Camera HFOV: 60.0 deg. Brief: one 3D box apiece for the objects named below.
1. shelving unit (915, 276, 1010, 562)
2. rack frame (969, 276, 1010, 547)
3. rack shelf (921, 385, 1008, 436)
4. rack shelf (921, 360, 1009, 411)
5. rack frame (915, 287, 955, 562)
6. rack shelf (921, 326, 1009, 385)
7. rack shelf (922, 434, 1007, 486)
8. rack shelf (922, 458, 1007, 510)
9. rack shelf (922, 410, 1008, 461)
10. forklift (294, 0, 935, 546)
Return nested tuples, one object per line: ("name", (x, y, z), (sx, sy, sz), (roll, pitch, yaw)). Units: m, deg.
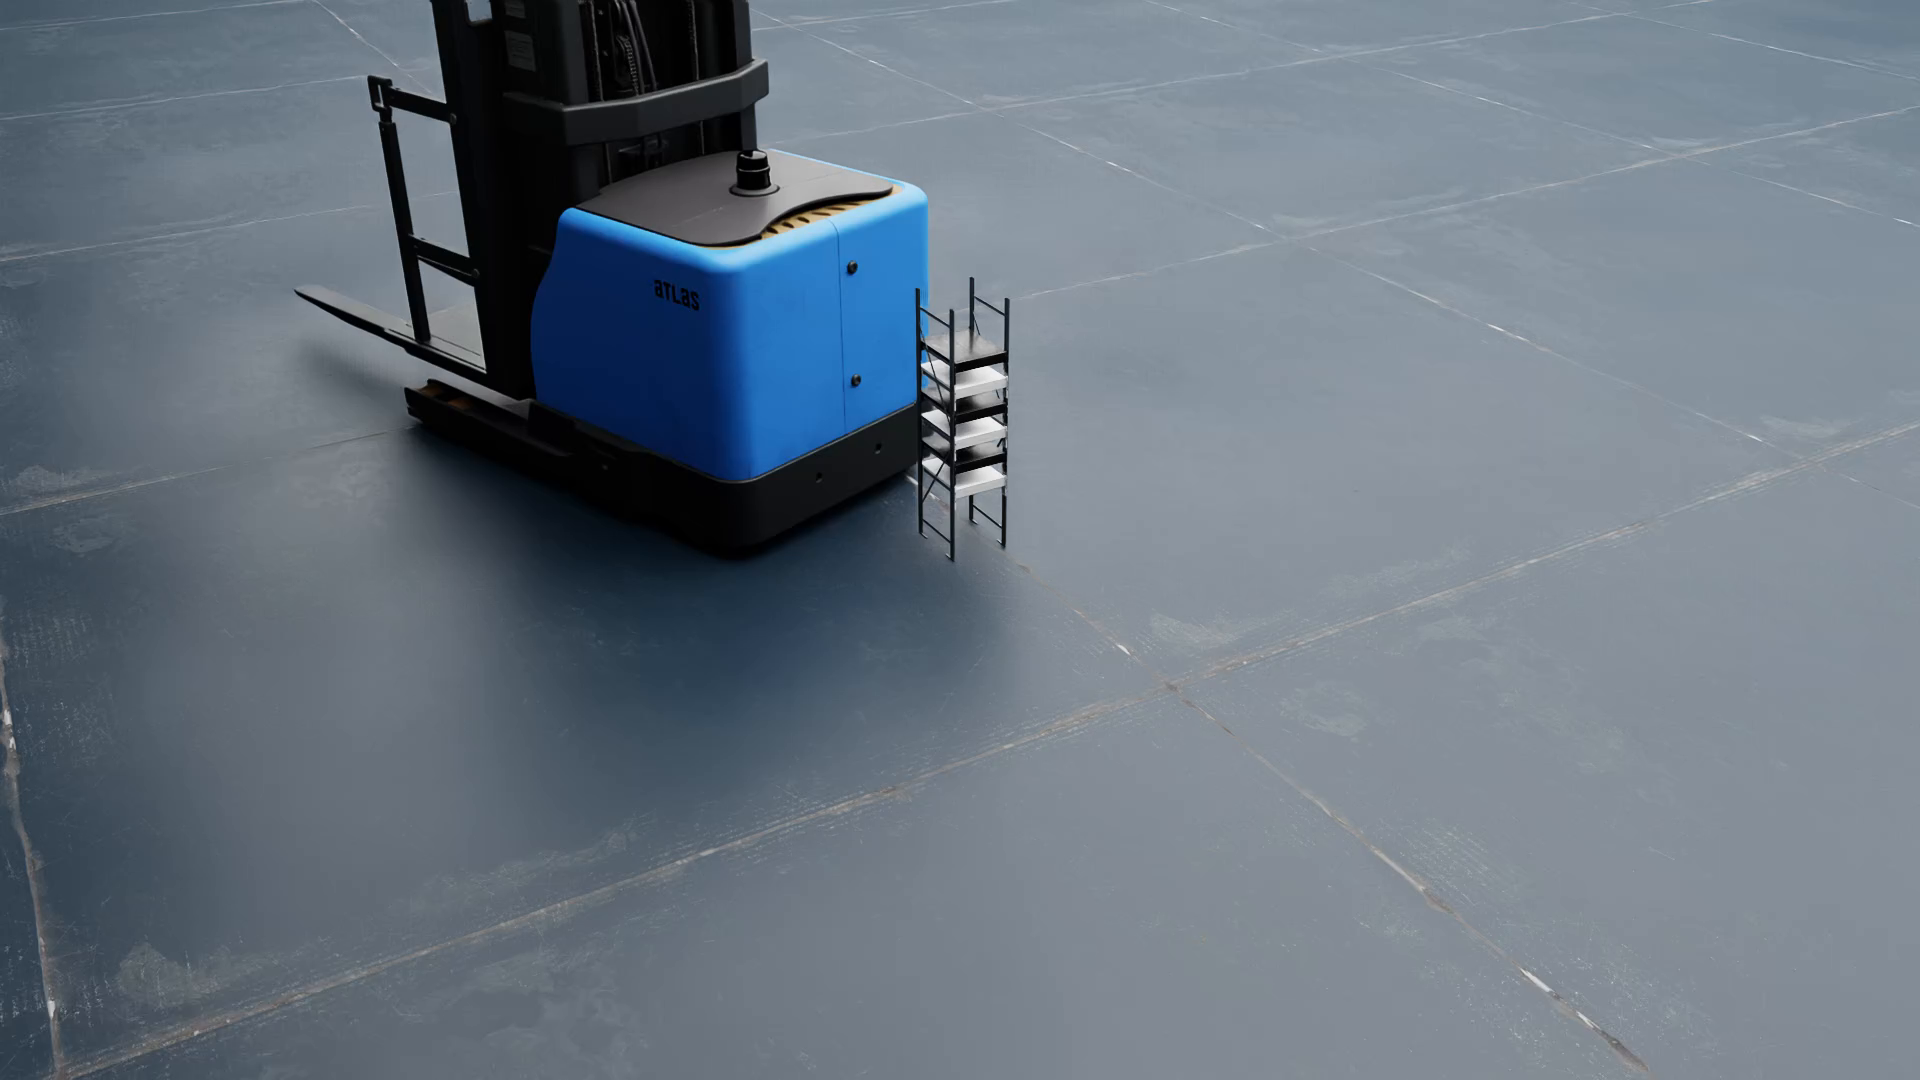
("shelving unit", (0.007, -0.396, 5.536), (0.210, 0.900, 0.258), (-16, 33, -26))
("rack frame", (0.095, -0.421, 5.581), (0.006, 0.900, 0.240), (-16, 33, -26))
("rack shelf", (0.007, -0.446, 5.509), (0.200, 0.077, 0.258), (-16, 33, -26))
("rack shelf", (0.007, -0.524, 5.465), (0.200, 0.077, 0.258), (-16, 33, -26))
("rack frame", (-0.081, -0.371, 5.491), (0.006, 0.900, 0.240), (-16, 33, -26))
("rack shelf", (0.007, -0.603, 5.422), (0.200, 0.077, 0.258), (-16, 33, -26))
("rack shelf", (0.007, -0.288, 5.596), (0.200, 0.077, 0.258), (-16, 33, -26))
("rack shelf", (0.007, -0.209, 5.639), (0.200, 0.077, 0.258), (-16, 33, -26))
("rack shelf", (0.007, -0.367, 5.552), (0.200, 0.077, 0.258), (-16, 33, -26))
("forklift", (-1.547, -1.842, 6.054), (3.031, 2.935, 1.130), (22, 36, 34))
